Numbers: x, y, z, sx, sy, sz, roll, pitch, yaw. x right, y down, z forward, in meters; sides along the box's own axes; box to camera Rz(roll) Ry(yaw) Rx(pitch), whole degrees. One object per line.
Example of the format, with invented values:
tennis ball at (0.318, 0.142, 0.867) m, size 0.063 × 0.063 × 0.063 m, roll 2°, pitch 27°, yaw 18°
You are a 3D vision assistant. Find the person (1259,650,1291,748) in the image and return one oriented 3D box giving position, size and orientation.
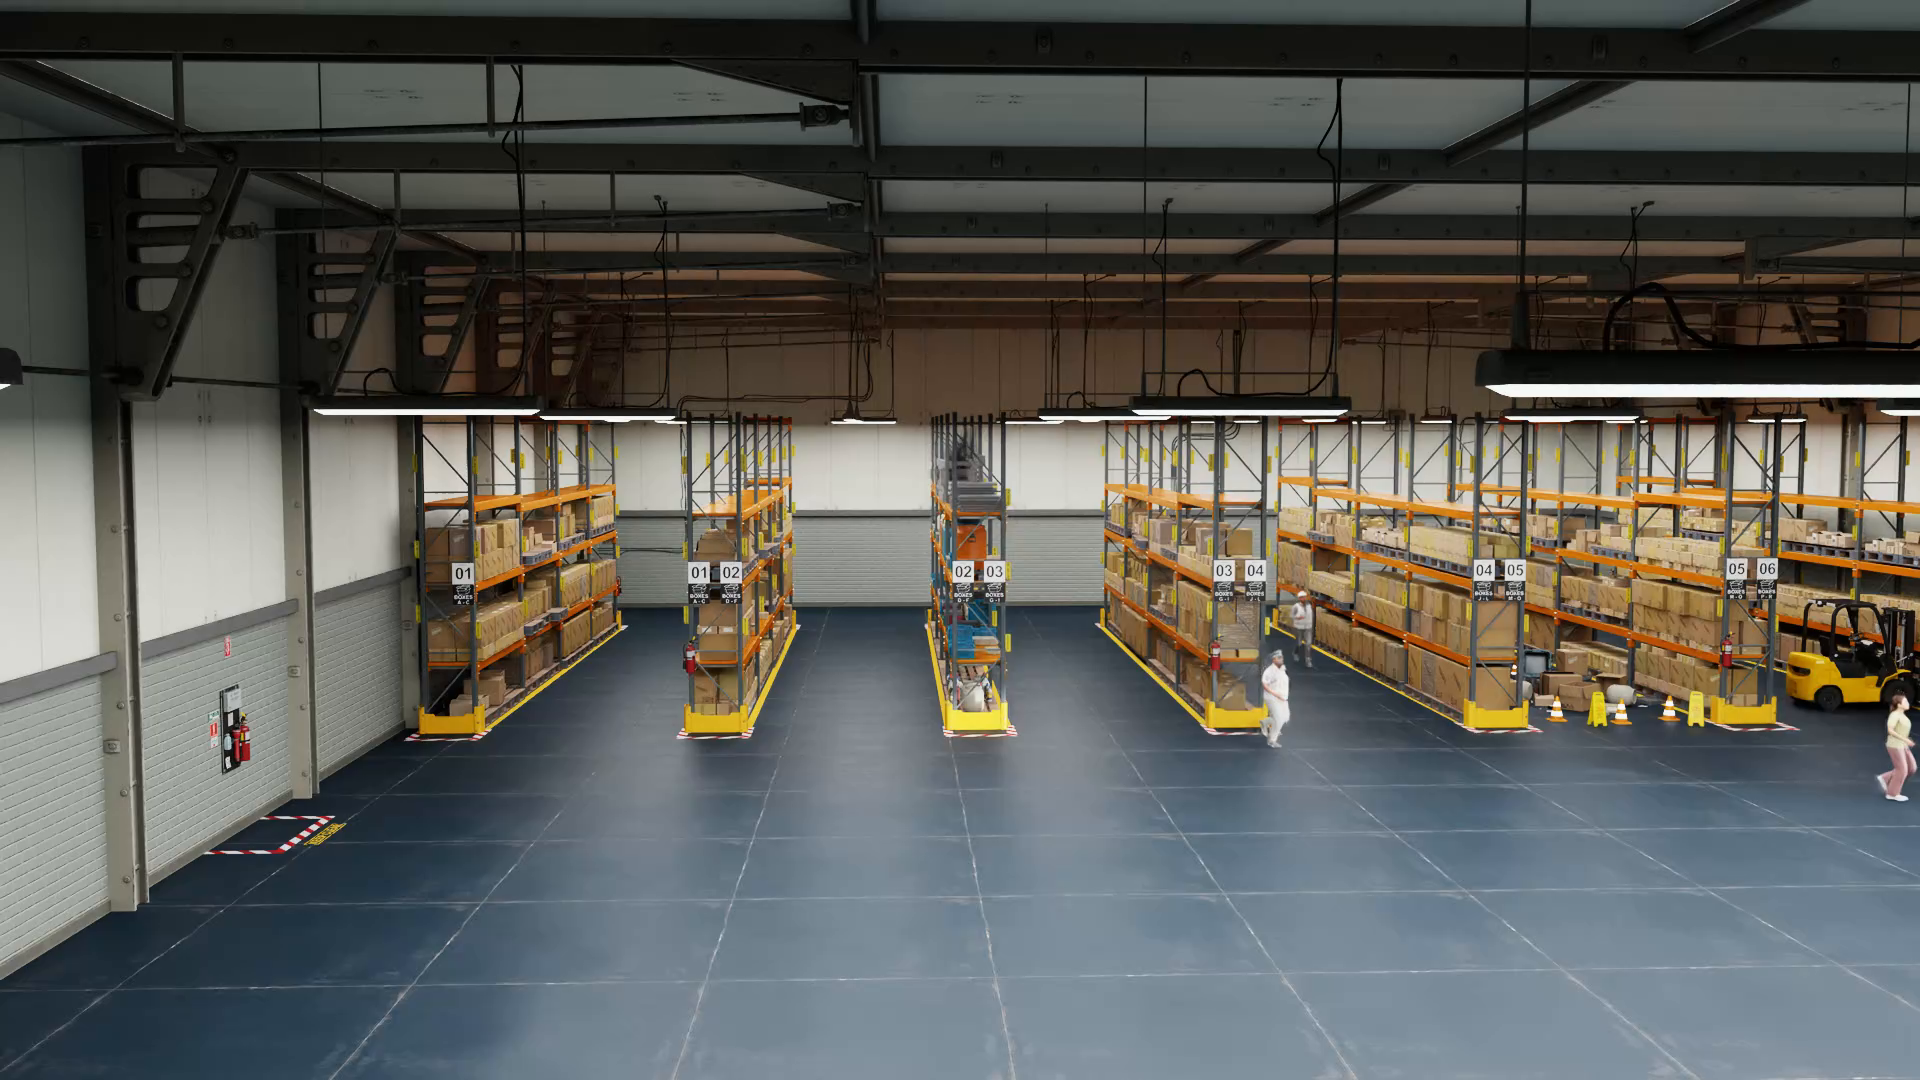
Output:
person at (5.646, 2.832, 29.838) m, size 0.681 × 1.765 × 0.659 m, roll -4°, pitch 5°, yaw -44°

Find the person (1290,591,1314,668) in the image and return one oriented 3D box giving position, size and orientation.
person at (8.192, 2.108, 39.749) m, size 0.657 × 1.774 × 0.950 m, roll 0°, pitch 4°, yaw -7°

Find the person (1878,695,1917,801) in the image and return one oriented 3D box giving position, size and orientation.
person at (14.340, 3.172, 25.455) m, size 0.543 × 1.631 × 0.584 m, roll 4°, pitch 5°, yaw 45°

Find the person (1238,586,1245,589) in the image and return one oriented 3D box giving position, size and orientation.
person at (7.901, 1.844, 46.270) m, size 0.633 × 1.580 × 0.862 m, roll 1°, pitch 4°, yaw 8°
